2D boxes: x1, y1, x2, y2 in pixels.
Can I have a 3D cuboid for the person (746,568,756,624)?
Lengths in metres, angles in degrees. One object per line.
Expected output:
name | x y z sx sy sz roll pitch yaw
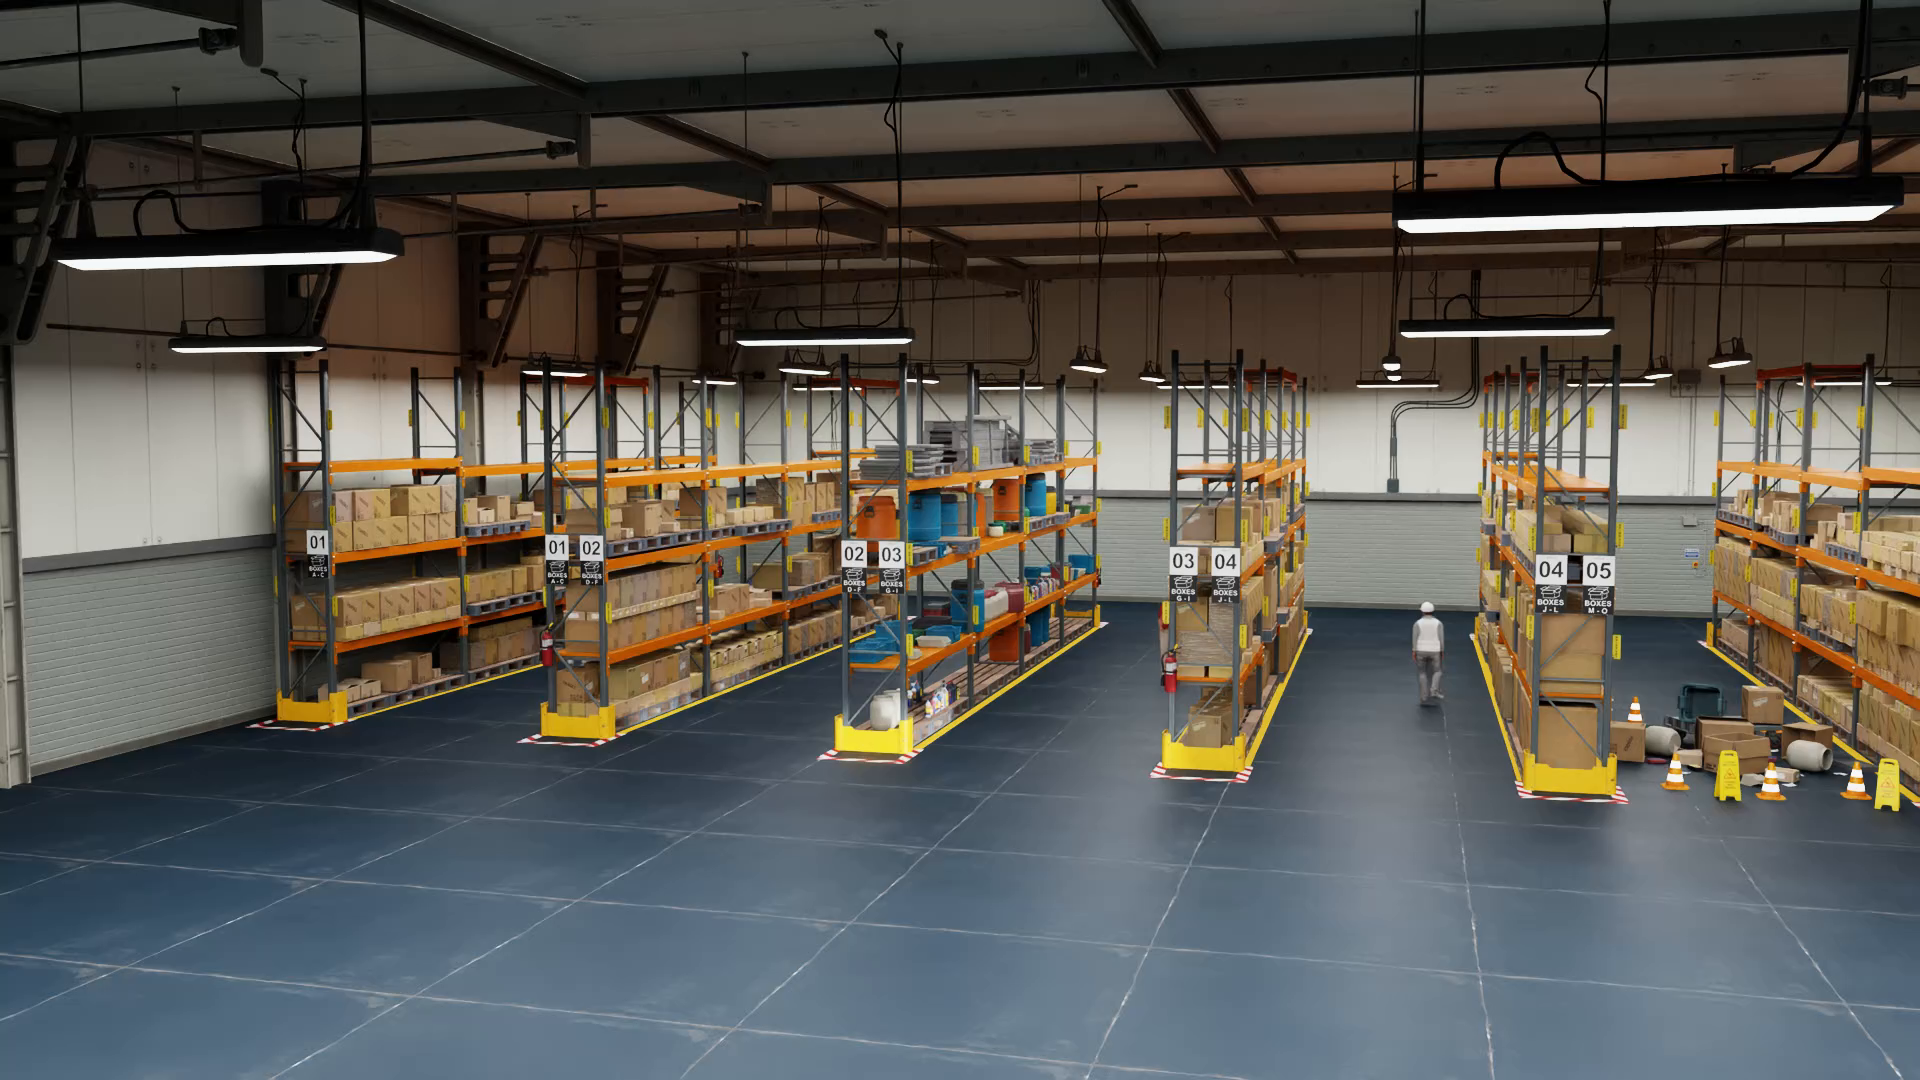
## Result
person | -4.809 1.416 39.038 0.549 1.568 0.737 2 5 24

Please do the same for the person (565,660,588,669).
person | -7.721 1.711 33.503 0.561 1.804 0.673 0 4 2

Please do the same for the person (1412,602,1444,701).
person | 8.348 1.992 29.647 0.566 1.772 0.537 1 4 14

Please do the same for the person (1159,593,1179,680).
person | 4.092 1.836 32.173 0.537 1.662 1.067 1 4 12
